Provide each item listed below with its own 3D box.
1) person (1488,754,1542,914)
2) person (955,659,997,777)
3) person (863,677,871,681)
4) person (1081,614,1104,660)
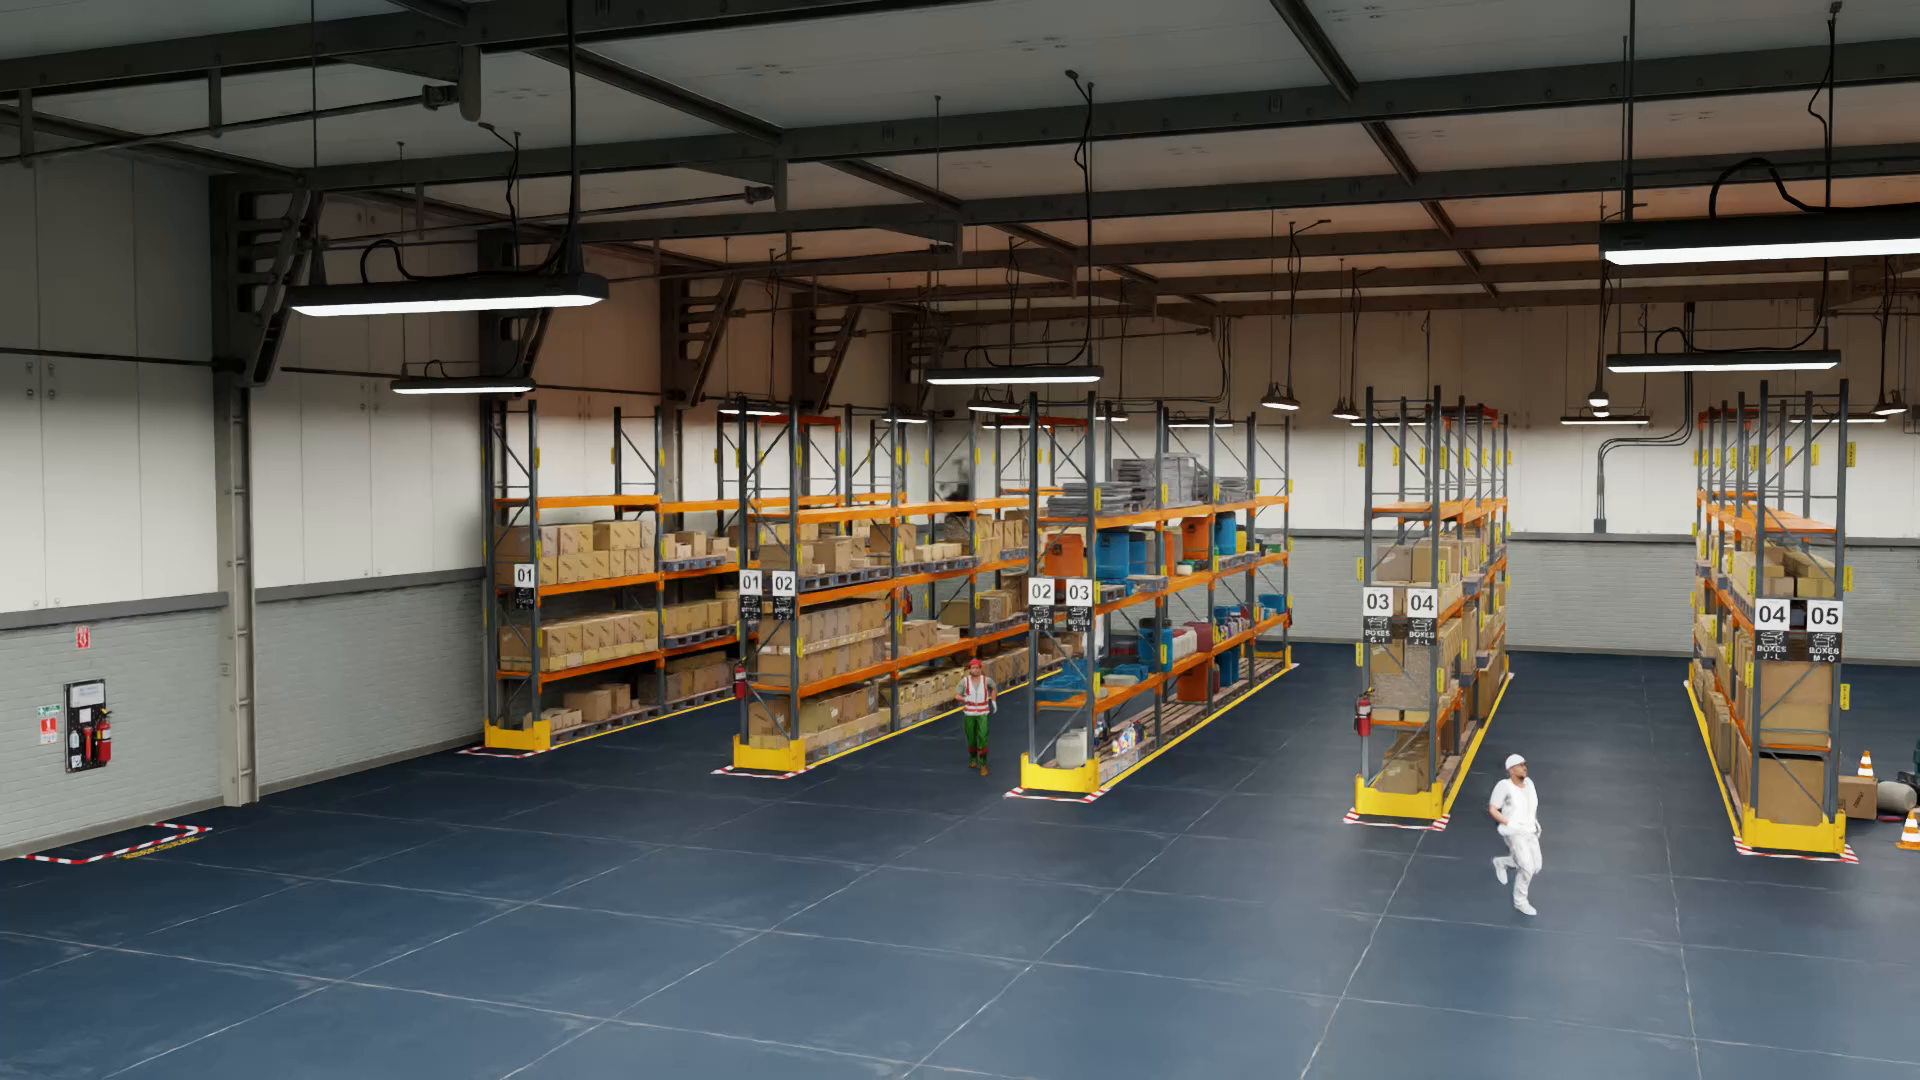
[{"bbox_3d":[6.157,3.236,18.492,0.702,1.720,0.672,-2,3,-35],"label":"person"},{"bbox_3d":[0.249,2.798,26.347,0.665,1.837,0.713,0,3,2],"label":"person"},{"bbox_3d":[-2.067,2.197,34.569,0.614,1.666,0.532,1,3,16],"label":"person"},{"bbox_3d":[2.879,2.187,35.879,0.714,1.552,0.599,0,3,10],"label":"person"}]
